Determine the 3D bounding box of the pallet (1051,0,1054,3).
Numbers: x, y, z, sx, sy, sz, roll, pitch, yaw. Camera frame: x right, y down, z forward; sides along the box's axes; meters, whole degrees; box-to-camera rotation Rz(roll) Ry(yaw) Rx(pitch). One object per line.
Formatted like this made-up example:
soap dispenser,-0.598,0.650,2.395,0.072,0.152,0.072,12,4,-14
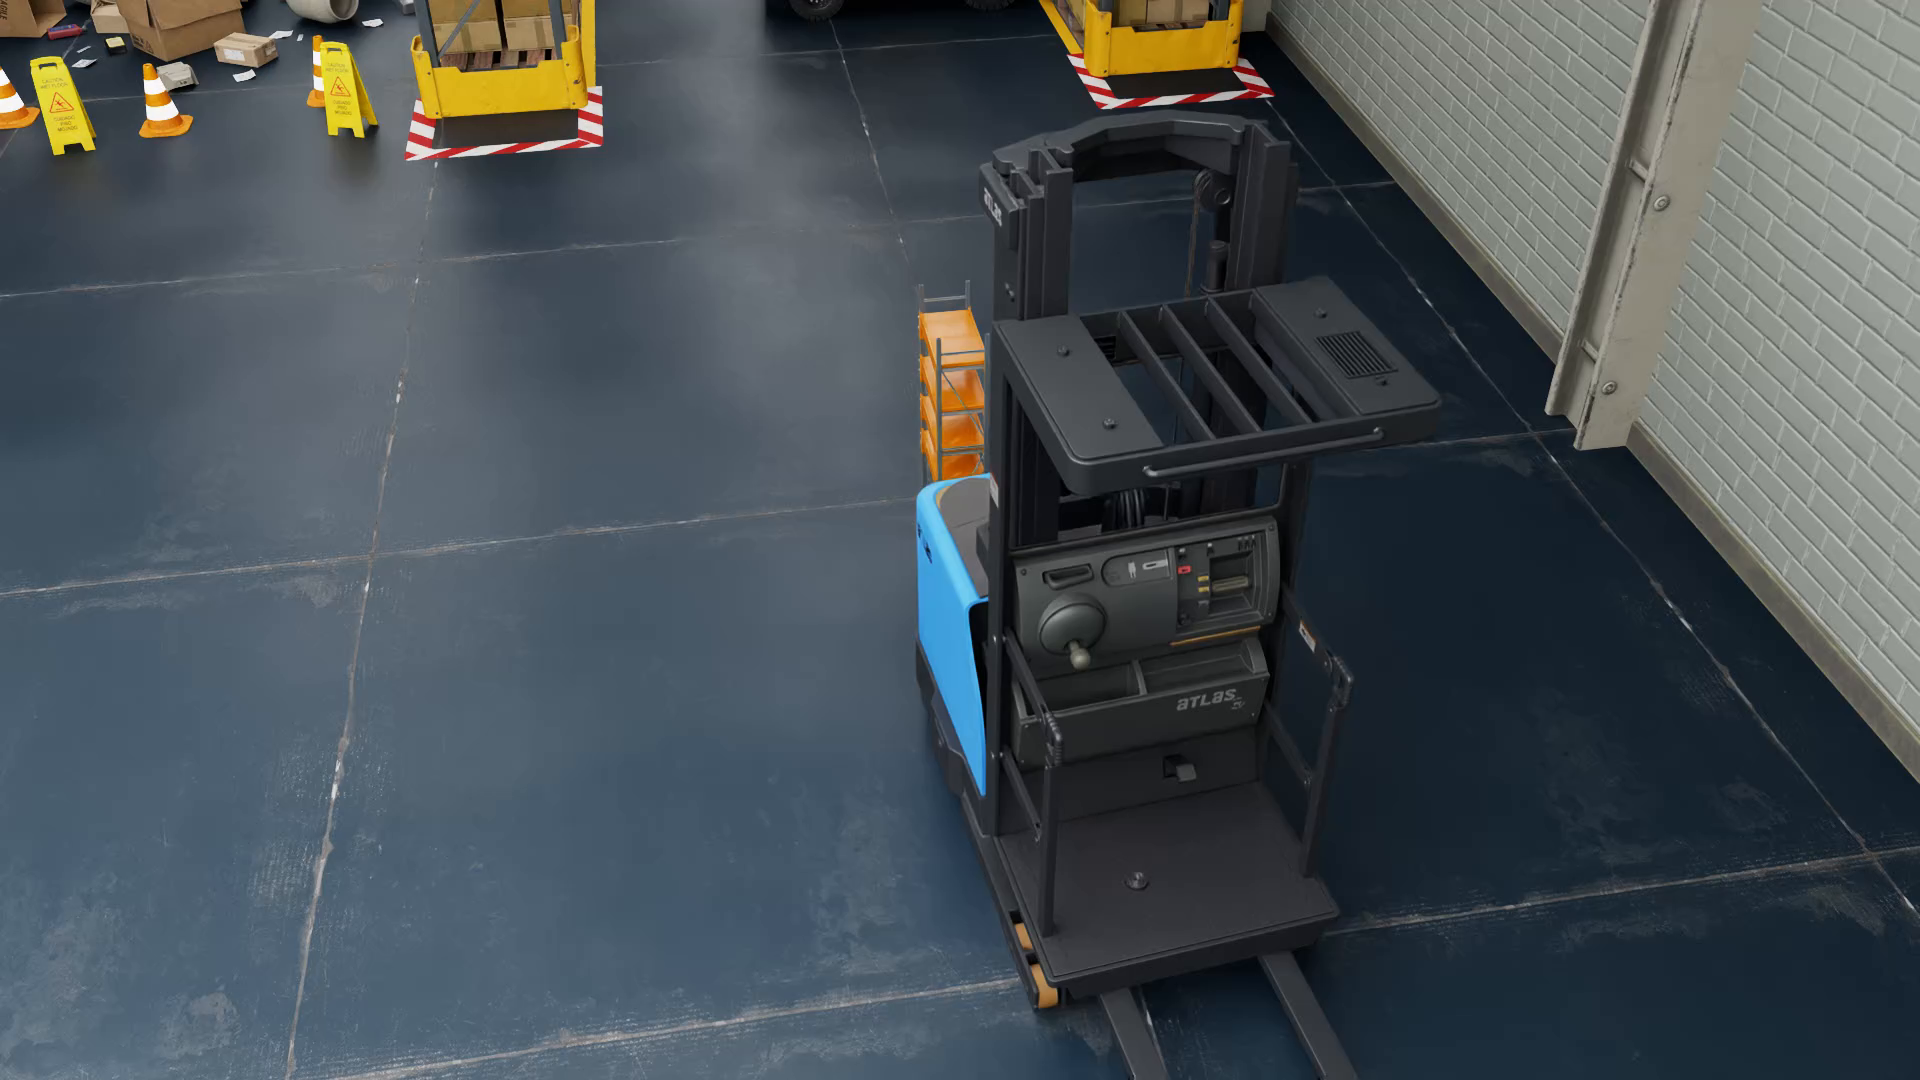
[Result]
pallet,1.166,-4.990,14.401,1.003,0.211,1.213,-6,38,-8

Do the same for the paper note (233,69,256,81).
paper note,-5.460,-3.547,12.690,0.148,0.019,0.142,-20,42,-23

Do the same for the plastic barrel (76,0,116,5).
plastic barrel,-7.182,-4.647,13.787,0.512,0.421,0.421,19,42,23

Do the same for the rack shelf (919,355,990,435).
rack shelf,-0.029,-0.697,7.815,0.258,0.148,0.480,-6,38,-8

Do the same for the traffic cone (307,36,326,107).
traffic cone,-4.680,-3.481,12.254,0.336,0.463,0.334,-6,38,-8

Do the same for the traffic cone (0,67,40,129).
traffic cone,-6.885,-3.241,11.944,0.336,0.463,0.334,-6,38,-8

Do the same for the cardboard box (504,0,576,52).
cardboard box,-3.204,-3.959,12.700,0.500,0.250,0.500,-7,38,-8

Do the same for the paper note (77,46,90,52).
paper note,-6.918,-3.874,13.129,0.032,0.001,0.123,13,40,16

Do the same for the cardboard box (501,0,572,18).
cardboard box,-3.208,-4.270,12.488,0.500,0.500,0.500,-7,38,-9

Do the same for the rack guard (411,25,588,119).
rack guard,-3.348,-3.421,12.146,1.175,0.500,0.348,-6,38,-8

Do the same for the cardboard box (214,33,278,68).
cardboard box,-5.553,-3.810,12.933,0.380,0.149,0.250,13,40,16

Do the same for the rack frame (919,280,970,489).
rack frame,-0.072,-0.721,8.100,0.240,1.200,0.015,-6,38,-8

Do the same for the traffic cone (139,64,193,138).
traffic cone,-5.713,-3.157,11.836,0.336,0.463,0.334,-6,38,-8

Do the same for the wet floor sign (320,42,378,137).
wet floor sign,-4.355,-3.203,11.746,0.267,0.644,0.232,6,38,8

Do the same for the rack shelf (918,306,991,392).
rack shelf,-0.029,-0.884,7.669,0.258,0.148,0.480,-6,38,-8

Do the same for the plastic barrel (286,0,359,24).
plastic barrel,-5.187,-4.430,13.507,0.512,0.421,0.421,19,42,23

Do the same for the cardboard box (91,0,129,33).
cardboard box,-6.777,-4.265,13.423,0.396,0.266,0.258,0,38,0

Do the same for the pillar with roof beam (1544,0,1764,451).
pillar with roof beam,-0.869,-3.698,5.575,9.100,9.000,0.400,-6,38,-8

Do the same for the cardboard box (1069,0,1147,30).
cardboard box,1.158,-4.228,13.046,0.500,0.250,0.500,-6,38,-8

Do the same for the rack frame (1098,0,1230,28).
rack frame,1.552,-4.898,12.010,1.000,3.000,0.127,-6,38,-8

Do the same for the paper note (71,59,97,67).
paper note,-6.786,-3.700,12.889,0.144,0.017,0.142,6,38,8

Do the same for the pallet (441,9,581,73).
pallet,-3.455,-3.801,12.871,1.003,0.211,1.213,-6,38,-8

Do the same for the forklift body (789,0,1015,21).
forklift body,-0.577,-5.512,13.492,2.313,2.155,1.214,-6,38,-8

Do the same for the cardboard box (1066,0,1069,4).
cardboard box,1.080,-4.530,13.434,0.500,0.250,0.500,-6,38,-8

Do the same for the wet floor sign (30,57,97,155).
wet floor sign,-6.236,-3.035,11.530,0.267,0.644,0.232,-13,40,-16

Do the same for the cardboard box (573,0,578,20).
cardboard box,-3.286,-4.268,13.098,0.500,0.250,0.500,-5,38,-6

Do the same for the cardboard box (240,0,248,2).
cardboard box,-6.307,-4.783,13.785,0.797,0.637,0.503,-6,38,-8

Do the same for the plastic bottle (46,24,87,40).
plastic bottle,-7.175,-4.090,13.365,0.283,0.061,0.133,-20,42,-23

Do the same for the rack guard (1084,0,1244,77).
rack guard,1.556,-3.897,12.758,1.175,0.500,0.348,-6,38,-8

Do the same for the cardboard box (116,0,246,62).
cardboard box,-6.135,-4.165,13.101,0.637,0.503,0.797,27,45,30

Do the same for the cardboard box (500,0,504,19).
cardboard box,-3.824,-4.215,13.030,0.500,0.250,0.500,-6,38,-8

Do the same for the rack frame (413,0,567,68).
rack frame,-3.334,-4.362,11.320,1.000,3.000,0.127,-6,38,-8

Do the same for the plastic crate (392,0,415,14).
plastic crate,-4.568,-4.589,13.991,0.402,0.080,0.583,-20,42,-23

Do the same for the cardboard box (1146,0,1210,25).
cardboard box,1.658,-4.296,13.134,0.500,0.250,0.500,-6,38,-8

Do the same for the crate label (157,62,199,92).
crate label,-5.912,-3.496,12.539,0.250,0.136,0.298,-27,45,-31

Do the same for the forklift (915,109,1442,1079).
forklift,0.698,0.255,5.433,1.130,2.935,3.031,-10,39,-12

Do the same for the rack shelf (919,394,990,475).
rack shelf,-0.029,-0.521,7.952,0.258,0.148,0.480,-6,38,-8

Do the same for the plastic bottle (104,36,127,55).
plastic bottle,-6.679,-3.916,13.141,0.133,0.061,0.283,-20,42,-23

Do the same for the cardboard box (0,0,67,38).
cardboard box,-7.609,-4.371,13.367,0.500,0.500,0.500,0,38,0

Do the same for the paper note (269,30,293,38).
paper note,-5.461,-4.071,13.375,0.148,0.019,0.142,6,38,8

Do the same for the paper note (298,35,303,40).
paper note,-5.286,-4.028,13.326,0.032,0.001,0.123,-6,38,-8

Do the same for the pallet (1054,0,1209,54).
pallet,1.376,-4.255,13.454,1.003,0.211,1.213,-6,38,-8

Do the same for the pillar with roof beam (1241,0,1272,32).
pillar with roof beam,-1.921,-7.322,10.240,9.100,9.000,0.400,-6,38,-8

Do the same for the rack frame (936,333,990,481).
rack frame,0.014,-0.426,7.721,0.240,1.200,0.015,-6,38,-8

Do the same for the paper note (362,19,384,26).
paper note,-4.787,-4.222,13.559,0.142,0.019,0.148,-20,42,-23

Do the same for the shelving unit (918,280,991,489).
shelving unit,-0.029,-0.574,7.911,0.258,1.200,0.503,-6,38,-8

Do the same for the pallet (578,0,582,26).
pallet,-3.666,-4.537,13.818,1.003,0.211,1.213,-6,38,-8

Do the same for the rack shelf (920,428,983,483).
rack shelf,-0.029,-0.364,8.074,0.258,0.148,0.480,-6,38,-8

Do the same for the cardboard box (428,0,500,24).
cardboard box,-3.732,-4.194,12.391,0.500,0.500,0.500,-6,38,-8

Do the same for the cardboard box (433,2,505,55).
cardboard box,-3.745,-3.916,12.645,0.500,0.250,0.500,-6,38,-8
